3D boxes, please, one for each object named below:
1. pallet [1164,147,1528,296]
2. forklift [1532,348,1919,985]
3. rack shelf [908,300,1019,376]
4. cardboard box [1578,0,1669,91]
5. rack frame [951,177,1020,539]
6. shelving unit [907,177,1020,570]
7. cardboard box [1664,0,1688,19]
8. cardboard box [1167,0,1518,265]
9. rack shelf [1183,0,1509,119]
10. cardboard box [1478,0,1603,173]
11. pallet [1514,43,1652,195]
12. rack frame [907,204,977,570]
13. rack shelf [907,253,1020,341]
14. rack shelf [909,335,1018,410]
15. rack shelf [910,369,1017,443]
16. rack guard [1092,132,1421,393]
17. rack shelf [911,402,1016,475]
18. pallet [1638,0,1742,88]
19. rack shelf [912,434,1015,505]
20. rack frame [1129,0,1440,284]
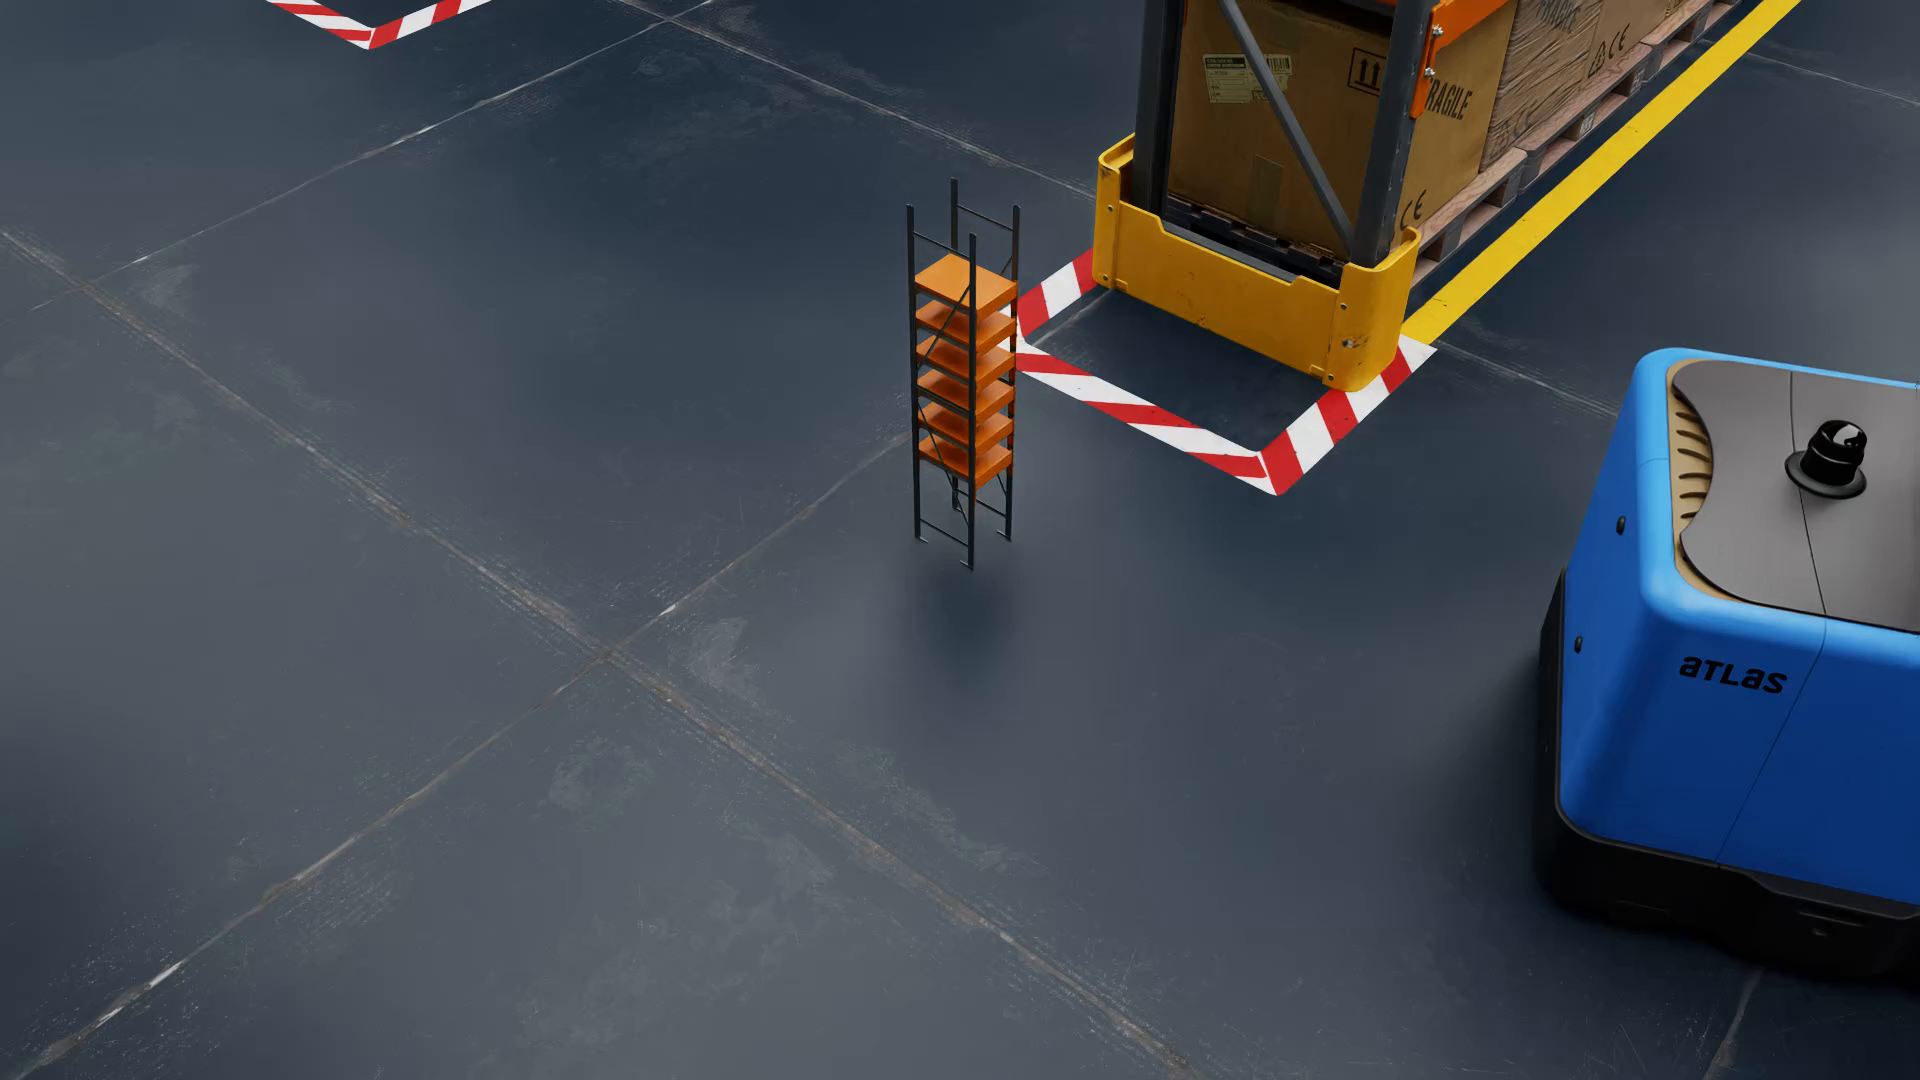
[{"bbox_3d":[1.504,-1.375,6.605,1.003,0.211,1.213,29,50,28],"label":"pallet"},{"bbox_3d":[3.033,-0.207,3.299,3.031,2.935,1.130,11,43,12],"label":"forklift"},{"bbox_3d":[0.009,-0.596,4.723,0.258,0.103,0.180,29,50,28],"label":"rack shelf"},{"bbox_3d":[2.559,-2.621,7.170,0.875,0.875,0.875,29,50,28],"label":"cardboard box"},{"bbox_3d":[0.068,-0.498,4.906,0.240,1.200,0.006,29,50,28],"label":"rack frame"},{"bbox_3d":[0.009,-0.451,4.855,0.258,1.200,0.189,29,50,28],"label":"shelving unit"},{"bbox_3d":[3.138,-3.085,7.680,0.875,0.875,0.875,29,50,28],"label":"cardboard box"},{"bbox_3d":[1.400,-1.694,6.151,0.875,0.875,0.875,29,50,28],"label":"cardboard box"},{"bbox_3d":[2.337,-2.724,6.551,1.077,0.370,4.000,29,50,28],"label":"rack shelf"},{"bbox_3d":[1.986,-2.163,6.666,0.875,0.875,0.875,29,50,28],"label":"cardboard box"},{"bbox_3d":[2.290,-2.000,7.293,1.003,0.211,1.213,29,50,28],"label":"pallet"},{"bbox_3d":[-0.050,-0.404,4.803,0.240,1.200,0.006,29,50,28],"label":"rack frame"},{"bbox_3d":[0.009,-0.685,4.642,0.258,0.103,0.180,29,50,28],"label":"rack shelf"},{"bbox_3d":[0.009,-0.507,4.804,0.258,0.103,0.180,29,50,28],"label":"rack shelf"},{"bbox_3d":[0.009,-0.419,4.884,0.258,0.103,0.180,29,50,28],"label":"rack shelf"},{"bbox_3d":[1.034,-1.024,6.004,1.175,0.500,0.348,29,50,28],"label":"rack guard"},{"bbox_3d":[0.009,-0.330,4.965,0.258,0.103,0.180,29,50,28],"label":"rack shelf"},{"bbox_3d":[3.075,-2.631,7.987,1.003,0.211,1.213,29,50,28],"label":"pallet"},{"bbox_3d":[0.009,-0.241,5.046,0.258,0.103,0.180,29,50,28],"label":"rack shelf"},{"bbox_3d":[1.050,-1.961,5.177,1.000,3.000,0.127,29,50,28],"label":"rack frame"}]
